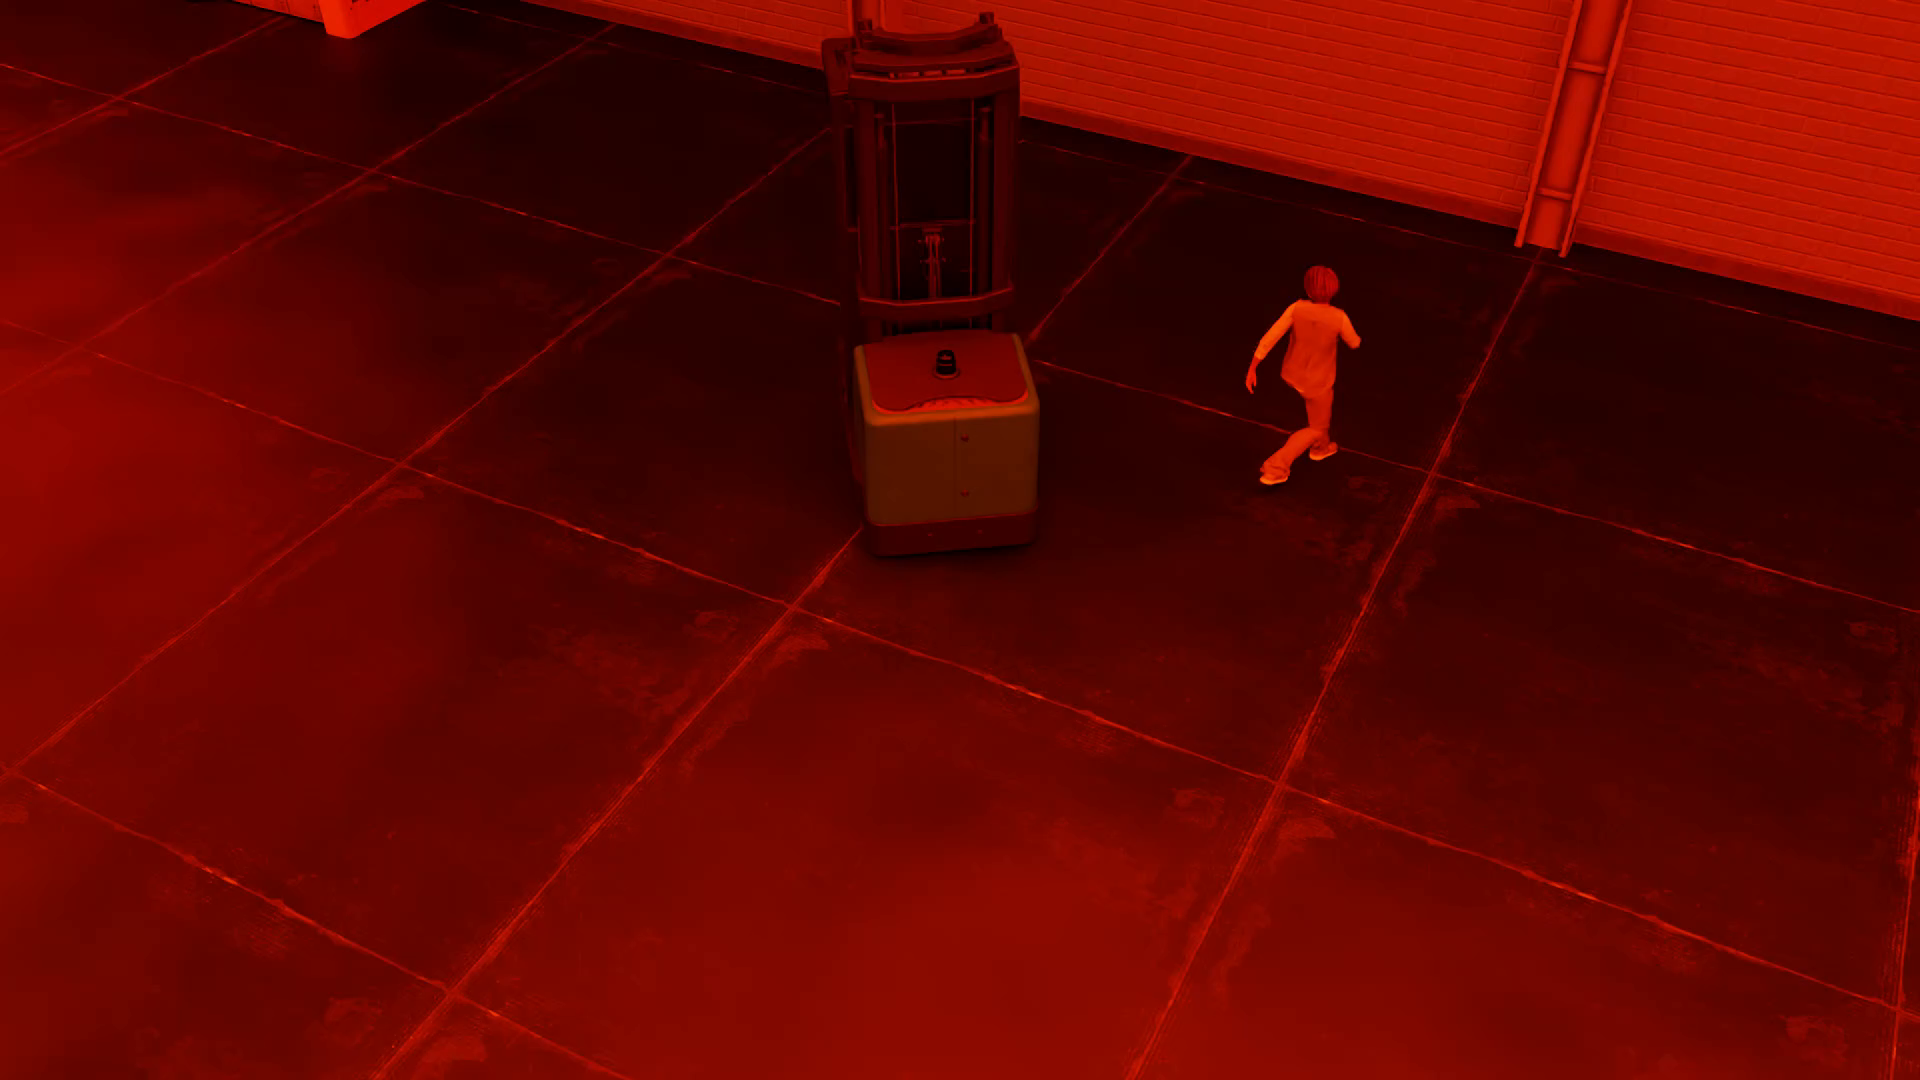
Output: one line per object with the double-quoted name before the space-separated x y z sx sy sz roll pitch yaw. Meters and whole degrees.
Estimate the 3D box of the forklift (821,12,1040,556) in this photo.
"forklift" -0.234 -1.971 10.327 1.130 2.935 3.031 -5 40 -6

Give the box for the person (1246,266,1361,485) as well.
"person" 2.172 -1.035 10.343 0.797 1.519 0.438 -30 48 -31
